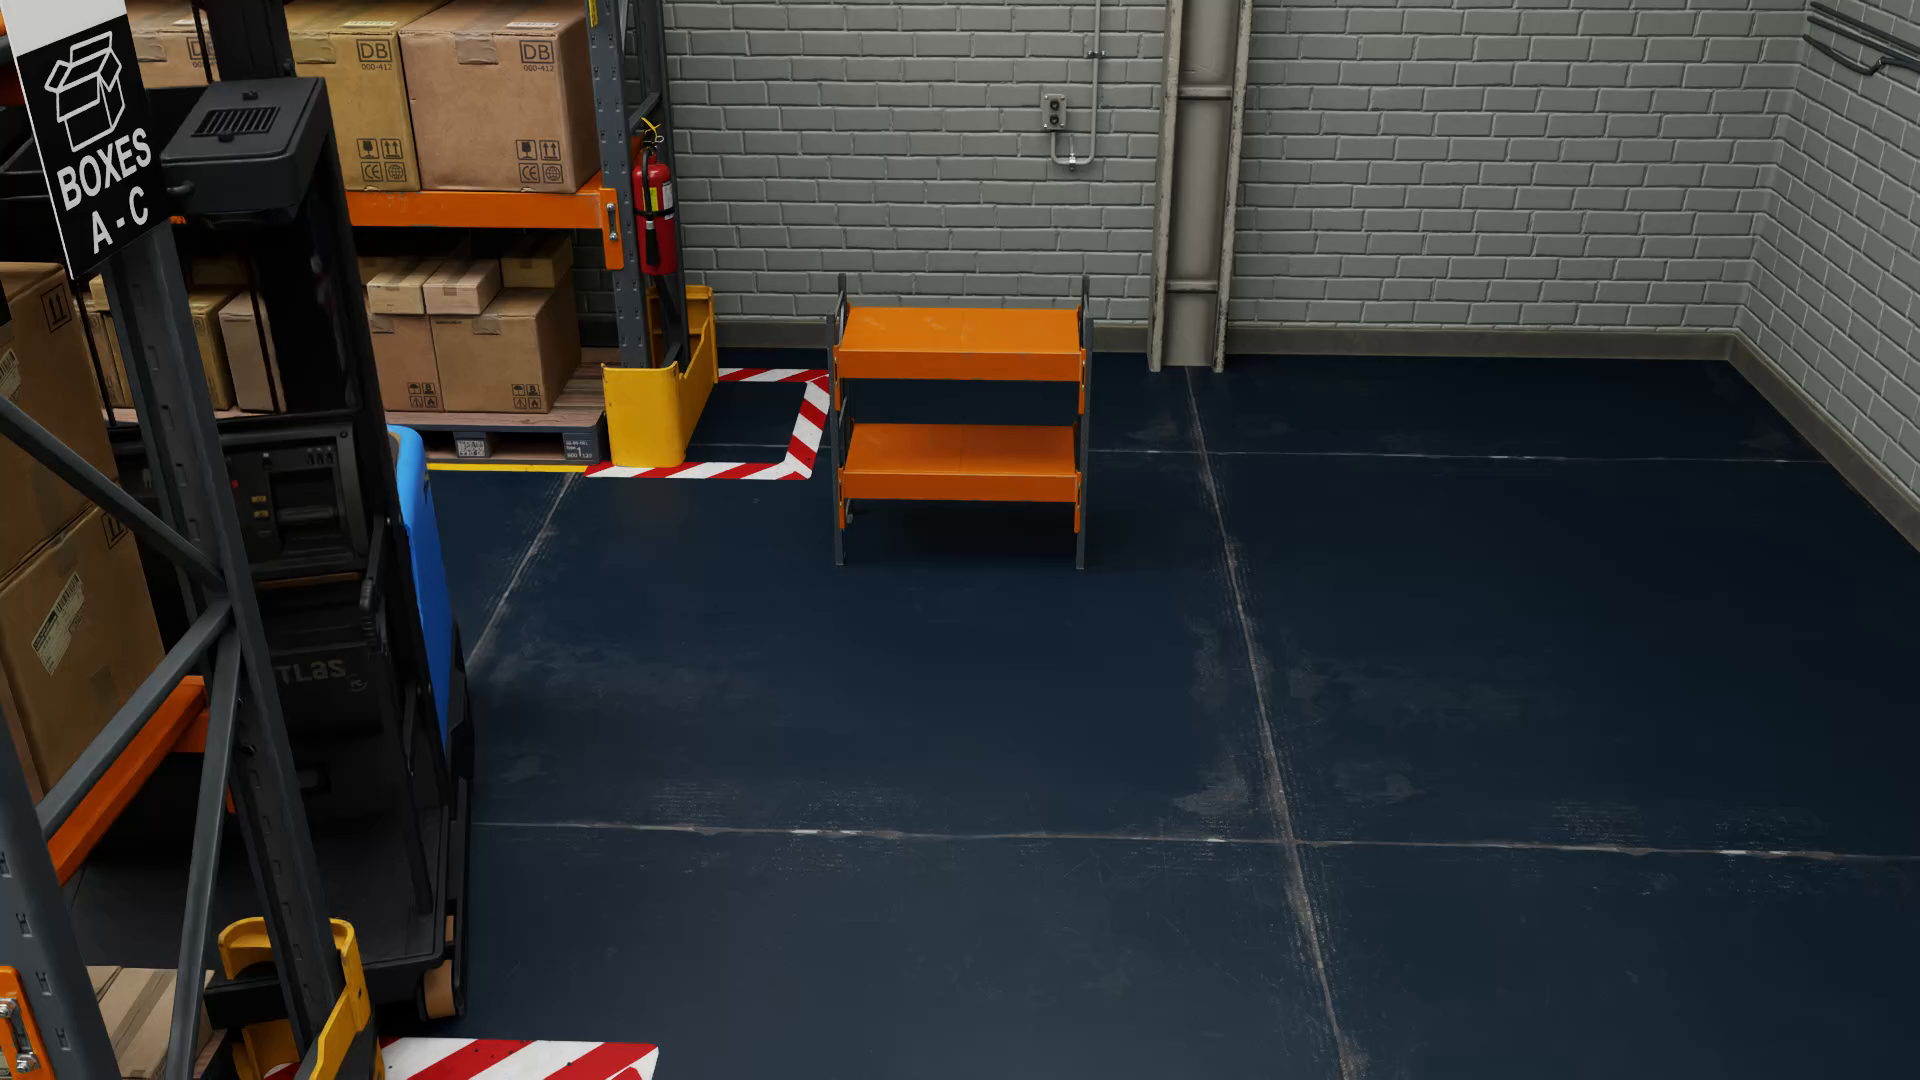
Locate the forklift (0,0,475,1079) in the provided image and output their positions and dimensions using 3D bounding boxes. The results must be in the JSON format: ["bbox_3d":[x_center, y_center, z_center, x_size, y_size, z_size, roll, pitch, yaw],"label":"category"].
[{"bbox_3d":[-2.011,-0.032,4.180,1.130,2.935,3.031,-6,29,-12],"label":"forklift"}]

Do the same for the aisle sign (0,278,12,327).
[{"bbox_3d":[-1.614,-0.629,2.458,0.004,0.787,0.394,1,28,2],"label":"aisle sign"}]

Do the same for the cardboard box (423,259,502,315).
[{"bbox_3d":[-2.338,-1.193,7.825,0.250,0.149,0.380,1,28,1],"label":"cardboard box"}]

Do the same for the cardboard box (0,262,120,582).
[{"bbox_3d":[-2.105,-0.241,3.328,0.500,0.500,0.500,2,28,3],"label":"cardboard box"}]

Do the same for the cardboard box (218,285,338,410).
[{"bbox_3d":[-3.206,-1.005,8.165,0.500,0.500,0.700,0,28,0],"label":"cardboard box"}]

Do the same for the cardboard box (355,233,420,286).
[{"bbox_3d":[-2.828,-1.380,8.178,0.250,0.149,0.380,1,28,2],"label":"cardboard box"}]

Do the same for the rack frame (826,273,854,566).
[{"bbox_3d":[-0.501,-0.505,7.002,0.032,1.125,0.500,1,28,2],"label":"rack frame"}]

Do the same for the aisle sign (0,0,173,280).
[{"bbox_3d":[-1.593,-0.909,2.987,0.004,0.787,0.394,1,28,2],"label":"aisle sign"}]

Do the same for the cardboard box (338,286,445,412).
[{"bbox_3d":[-2.703,-0.997,8.149,0.500,0.500,0.700,1,28,2],"label":"cardboard box"}]

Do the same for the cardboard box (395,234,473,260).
[{"bbox_3d":[-2.578,-1.375,8.170,0.250,0.149,0.380,1,28,2],"label":"cardboard box"}]

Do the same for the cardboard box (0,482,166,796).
[{"bbox_3d":[-2.105,0.201,3.562,0.500,0.500,0.500,2,28,3],"label":"cardboard box"}]

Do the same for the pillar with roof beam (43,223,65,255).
[{"bbox_3d":[-4.920,-3.038,3.374,0.400,9.000,9.100,1,28,2],"label":"pillar with roof beam"}]

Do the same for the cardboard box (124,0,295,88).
[{"bbox_3d":[-3.499,-2.103,7.695,0.700,0.700,0.980,0,28,-1],"label":"cardboard box"}]

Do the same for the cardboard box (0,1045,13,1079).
[{"bbox_3d":[-2.223,1.392,3.621,0.500,0.500,0.500,1,28,2],"label":"cardboard box"}]

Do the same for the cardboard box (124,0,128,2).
[{"bbox_3d":[-4.227,-2.111,7.709,0.700,0.700,0.980,0,28,0],"label":"cardboard box"}]

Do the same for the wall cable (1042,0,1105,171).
[{"bbox_3d":[-0.187,-2.814,8.271,1.851,1.984,0.084,1,28,2],"label":"wall cable"}]

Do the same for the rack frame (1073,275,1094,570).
[{"bbox_3d":[0.515,-0.488,6.970,0.032,1.125,0.500,1,28,2],"label":"rack frame"}]

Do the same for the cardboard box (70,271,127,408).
[{"bbox_3d":[-4.252,-1.020,8.193,0.500,0.500,0.700,1,28,1],"label":"cardboard box"}]

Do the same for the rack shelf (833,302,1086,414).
[{"bbox_3d":[0.007,-0.755,6.849,1.000,0.278,0.538,1,28,2],"label":"rack shelf"}]

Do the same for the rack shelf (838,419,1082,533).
[{"bbox_3d":[0.007,-0.281,7.101,1.000,0.278,0.538,1,28,2],"label":"rack shelf"}]

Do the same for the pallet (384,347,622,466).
[{"bbox_3d":[-2.302,-0.688,8.322,1.213,0.211,1.003,1,28,2],"label":"pallet"}]

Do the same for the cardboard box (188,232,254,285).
[{"bbox_3d":[-3.591,-1.392,8.201,0.250,0.149,0.380,0,28,1],"label":"cardboard box"}]

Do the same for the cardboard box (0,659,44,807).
[{"bbox_3d":[-2.129,0.451,3.089,0.500,0.500,0.500,2,28,3],"label":"cardboard box"}]

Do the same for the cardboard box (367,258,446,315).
[{"bbox_3d":[-2.594,-1.197,7.832,0.250,0.149,0.380,2,28,3],"label":"cardboard box"}]

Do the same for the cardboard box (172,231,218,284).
[{"bbox_3d":[-3.849,-1.396,8.208,0.250,0.149,0.380,1,28,2],"label":"cardboard box"}]

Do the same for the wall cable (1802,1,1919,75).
[{"bbox_3d":[4.140,-2.961,6.544,0.112,2.526,3.097,1,28,2],"label":"wall cable"}]

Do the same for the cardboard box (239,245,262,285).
[{"bbox_3d":[-3.338,-1.387,8.193,0.250,0.149,0.380,1,28,2],"label":"cardboard box"}]

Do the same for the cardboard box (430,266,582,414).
[{"bbox_3d":[-2.203,-0.989,8.134,0.500,0.500,0.700,1,28,2],"label":"cardboard box"}]

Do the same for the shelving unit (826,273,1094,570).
[{"bbox_3d":[0.007,-0.497,6.986,1.048,1.125,0.538,1,28,2],"label":"shelving unit"}]

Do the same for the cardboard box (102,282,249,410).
[{"bbox_3d":[-3.739,-1.011,8.175,0.500,0.500,0.700,2,28,3],"label":"cardboard box"}]

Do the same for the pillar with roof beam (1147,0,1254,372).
[{"bbox_3d":[1.077,-2.939,3.187,0.400,9.000,9.100,1,28,2],"label":"pillar with roof beam"}]

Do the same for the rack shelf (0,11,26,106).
[{"bbox_3d":[-3.670,-0.665,2.867,4.000,0.370,1.077,1,28,2],"label":"rack shelf"}]

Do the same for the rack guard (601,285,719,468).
[{"bbox_3d":[-1.476,-0.838,8.298,0.348,0.500,1.175,1,28,2],"label":"rack guard"}]

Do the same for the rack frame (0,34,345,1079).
[{"bbox_3d":[-1.671,0.374,3.342,0.053,2.616,0.949,1,28,2],"label":"rack frame"}]

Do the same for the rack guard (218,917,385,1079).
[{"bbox_3d":[-1.747,1.479,3.927,0.348,0.500,1.175,1,28,2],"label":"rack guard"}]

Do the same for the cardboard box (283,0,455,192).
[{"bbox_3d":[-2.738,-2.086,7.663,0.700,0.700,0.980,1,28,1],"label":"cardboard box"}]

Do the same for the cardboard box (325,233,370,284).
[{"bbox_3d":[-3.082,-1.384,8.185,0.250,0.149,0.380,1,28,3],"label":"cardboard box"}]

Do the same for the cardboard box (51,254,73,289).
[{"bbox_3d":[-4.418,-1.226,7.888,0.250,0.149,0.380,2,28,4],"label":"cardboard box"}]

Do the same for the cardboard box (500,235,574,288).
[{"bbox_3d":[-2.071,-1.367,8.155,0.250,0.149,0.380,1,28,2],"label":"cardboard box"}]

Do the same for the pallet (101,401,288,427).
[{"bbox_3d":[-3.518,-0.709,8.363,1.213,0.211,1.003,1,28,2],"label":"pallet"}]

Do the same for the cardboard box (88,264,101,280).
[{"bbox_3d":[-4.102,-1.400,8.217,0.250,0.149,0.380,0,28,0],"label":"cardboard box"}]

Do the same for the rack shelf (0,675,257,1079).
[{"bbox_3d":[-3.670,0.660,3.570,4.000,0.370,1.077,1,28,2],"label":"rack shelf"}]

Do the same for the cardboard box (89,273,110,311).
[{"bbox_3d":[-3.897,-1.217,7.871,0.250,0.149,0.380,0,28,0],"label":"cardboard box"}]

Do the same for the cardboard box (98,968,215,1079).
[{"bbox_3d":[-2.078,1.273,4.220,0.250,0.149,0.380,1,28,2],"label":"cardboard box"}]

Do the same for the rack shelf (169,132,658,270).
[{"bbox_3d":[-3.499,-1.659,7.944,4.000,0.370,1.077,1,28,2],"label":"rack shelf"}]

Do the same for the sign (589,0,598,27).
[{"bbox_3d":[-1.533,-2.306,6.908,0.005,0.325,0.100,1,28,2],"label":"sign"}]

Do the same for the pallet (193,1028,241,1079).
[{"bbox_3d":[-2.544,1.594,4.019,1.213,0.211,1.003,1,28,2],"label":"pallet"}]

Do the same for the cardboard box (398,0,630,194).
[{"bbox_3d":[-2.010,-2.080,7.650,0.700,0.700,0.980,2,28,4],"label":"cardboard box"}]

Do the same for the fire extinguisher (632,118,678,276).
[{"bbox_3d":[-1.366,-1.526,7.407,0.183,0.674,0.296,1,28,2],"label":"fire extinguisher"}]

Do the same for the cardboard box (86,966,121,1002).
[{"bbox_3d":[-2.328,1.261,4.224,0.250,0.166,0.380,1,28,2],"label":"cardboard box"}]

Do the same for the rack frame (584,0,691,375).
[{"bbox_3d":[-1.500,-1.943,7.713,0.127,3.000,1.000,1,28,2],"label":"rack frame"}]
